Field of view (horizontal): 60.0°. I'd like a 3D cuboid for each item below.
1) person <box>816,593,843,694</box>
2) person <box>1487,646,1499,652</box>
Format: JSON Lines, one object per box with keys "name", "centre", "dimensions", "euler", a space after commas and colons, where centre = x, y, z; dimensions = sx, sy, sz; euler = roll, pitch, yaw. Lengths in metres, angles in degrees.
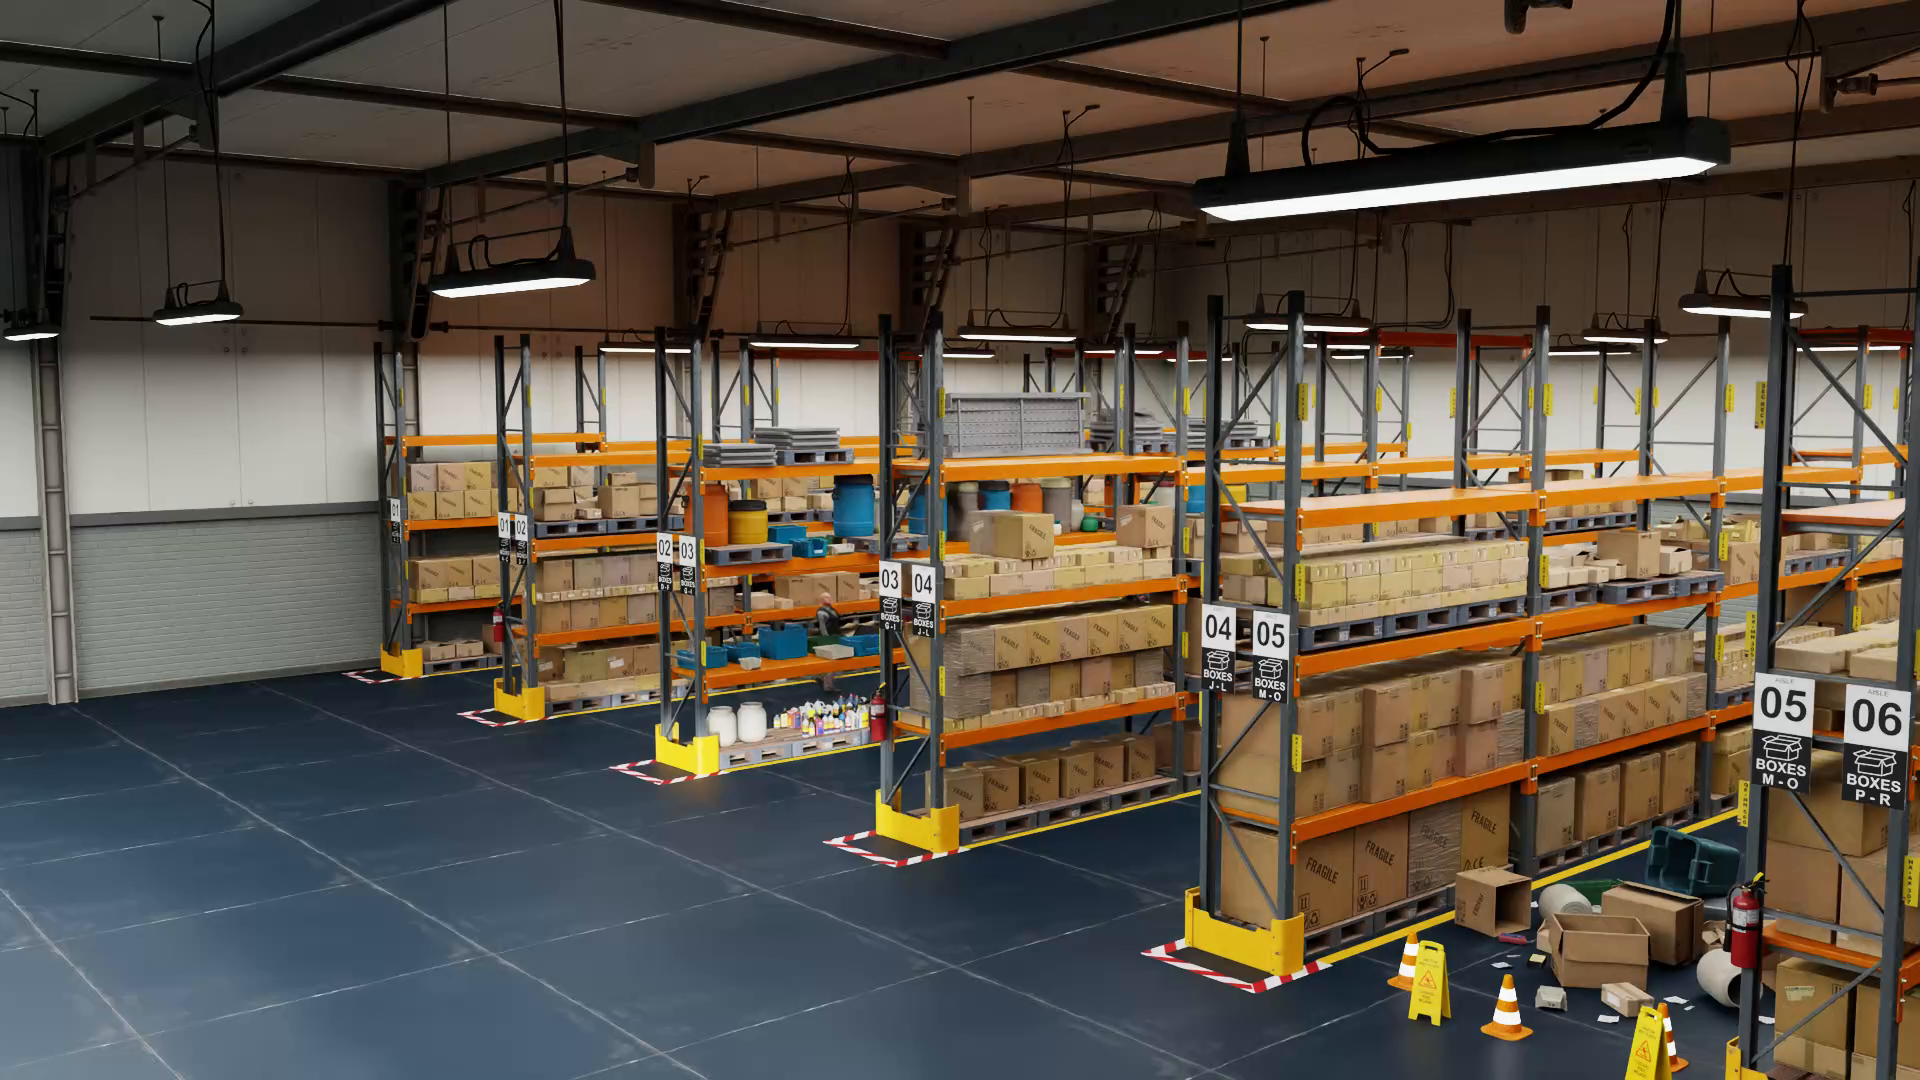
{"name": "person", "centre": [-2.183, 1.735, 27.996], "dimensions": [0.451, 1.706, 0.549], "euler": [0, 5, -4]}
{"name": "person", "centre": [7.286, 2.257, 22.751], "dimensions": [0.708, 1.655, 0.507], "euler": [-5, 7, -44]}
